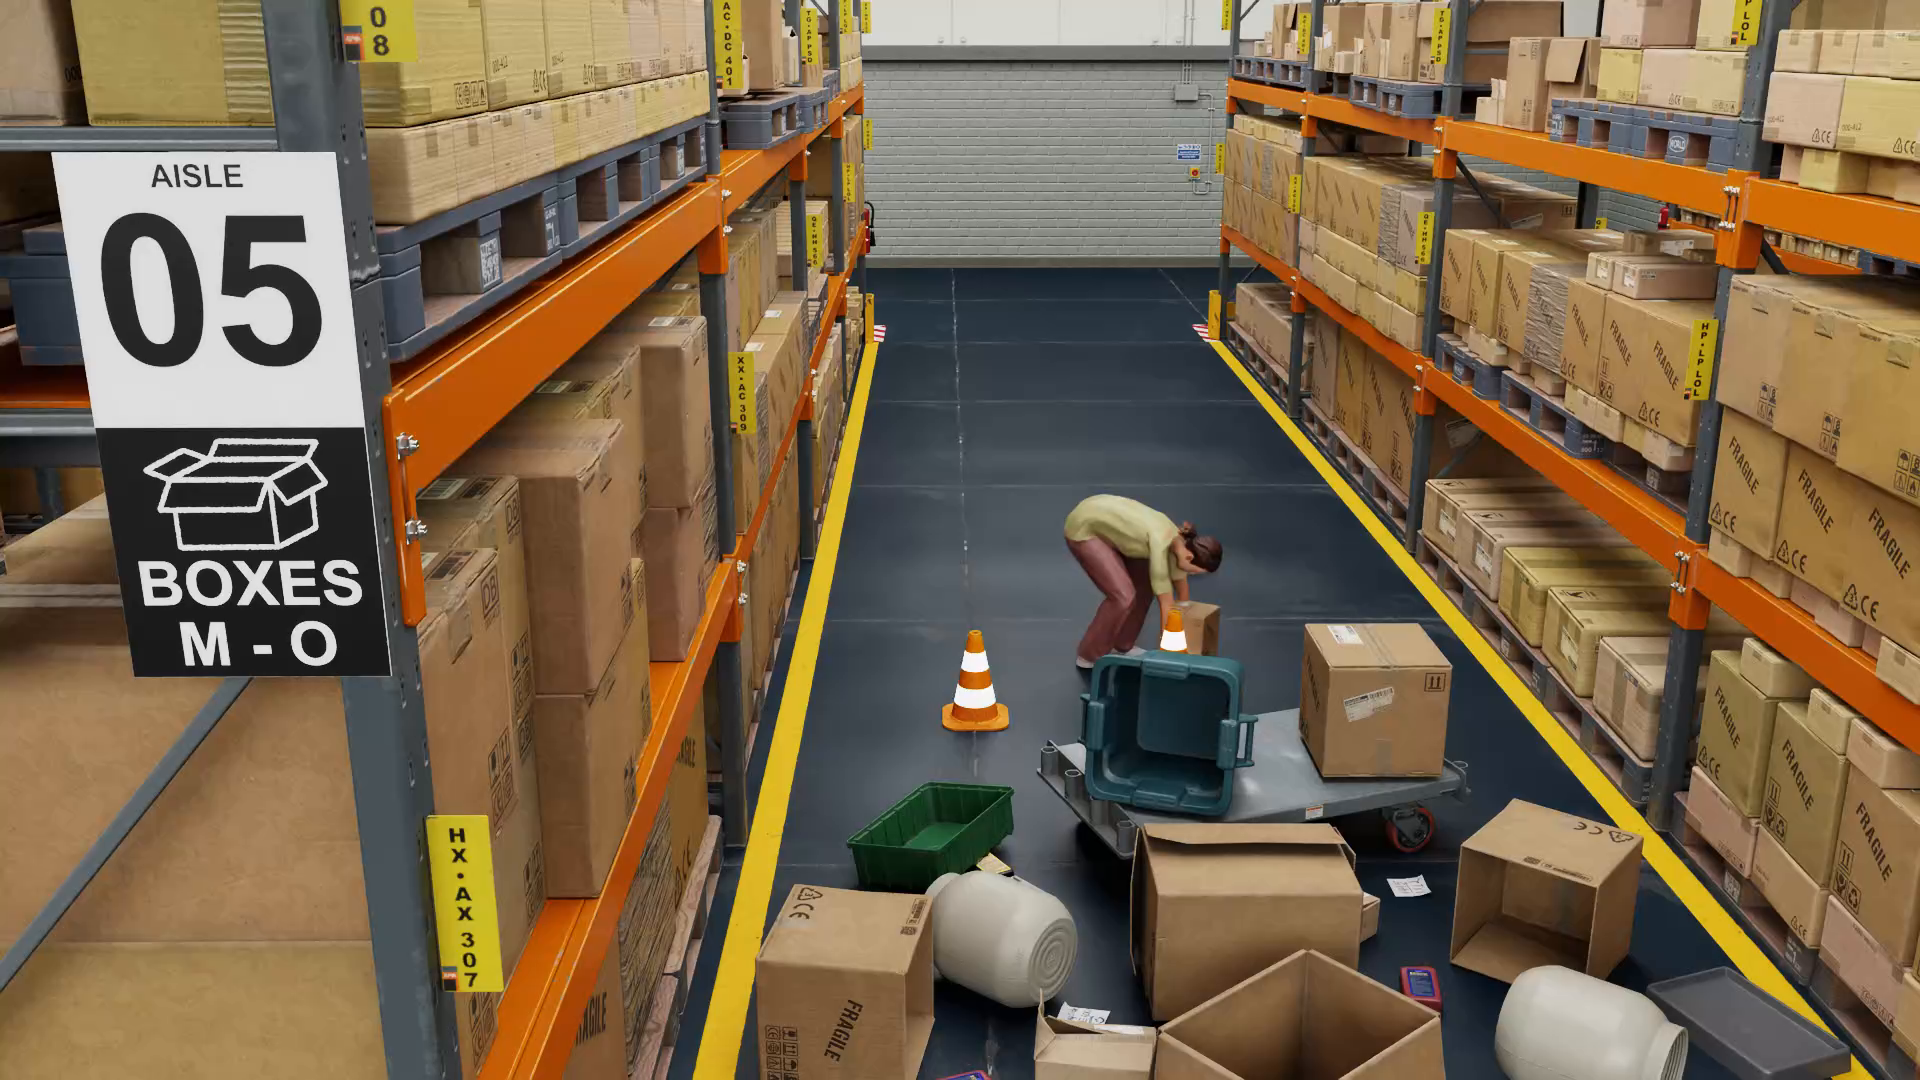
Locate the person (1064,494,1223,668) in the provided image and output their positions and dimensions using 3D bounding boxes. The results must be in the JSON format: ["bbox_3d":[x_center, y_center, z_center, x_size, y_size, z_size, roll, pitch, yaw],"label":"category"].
[{"bbox_3d":[0.977,0.251,8.963,0.855,0.950,0.452,8,19,24],"label":"person"}]
